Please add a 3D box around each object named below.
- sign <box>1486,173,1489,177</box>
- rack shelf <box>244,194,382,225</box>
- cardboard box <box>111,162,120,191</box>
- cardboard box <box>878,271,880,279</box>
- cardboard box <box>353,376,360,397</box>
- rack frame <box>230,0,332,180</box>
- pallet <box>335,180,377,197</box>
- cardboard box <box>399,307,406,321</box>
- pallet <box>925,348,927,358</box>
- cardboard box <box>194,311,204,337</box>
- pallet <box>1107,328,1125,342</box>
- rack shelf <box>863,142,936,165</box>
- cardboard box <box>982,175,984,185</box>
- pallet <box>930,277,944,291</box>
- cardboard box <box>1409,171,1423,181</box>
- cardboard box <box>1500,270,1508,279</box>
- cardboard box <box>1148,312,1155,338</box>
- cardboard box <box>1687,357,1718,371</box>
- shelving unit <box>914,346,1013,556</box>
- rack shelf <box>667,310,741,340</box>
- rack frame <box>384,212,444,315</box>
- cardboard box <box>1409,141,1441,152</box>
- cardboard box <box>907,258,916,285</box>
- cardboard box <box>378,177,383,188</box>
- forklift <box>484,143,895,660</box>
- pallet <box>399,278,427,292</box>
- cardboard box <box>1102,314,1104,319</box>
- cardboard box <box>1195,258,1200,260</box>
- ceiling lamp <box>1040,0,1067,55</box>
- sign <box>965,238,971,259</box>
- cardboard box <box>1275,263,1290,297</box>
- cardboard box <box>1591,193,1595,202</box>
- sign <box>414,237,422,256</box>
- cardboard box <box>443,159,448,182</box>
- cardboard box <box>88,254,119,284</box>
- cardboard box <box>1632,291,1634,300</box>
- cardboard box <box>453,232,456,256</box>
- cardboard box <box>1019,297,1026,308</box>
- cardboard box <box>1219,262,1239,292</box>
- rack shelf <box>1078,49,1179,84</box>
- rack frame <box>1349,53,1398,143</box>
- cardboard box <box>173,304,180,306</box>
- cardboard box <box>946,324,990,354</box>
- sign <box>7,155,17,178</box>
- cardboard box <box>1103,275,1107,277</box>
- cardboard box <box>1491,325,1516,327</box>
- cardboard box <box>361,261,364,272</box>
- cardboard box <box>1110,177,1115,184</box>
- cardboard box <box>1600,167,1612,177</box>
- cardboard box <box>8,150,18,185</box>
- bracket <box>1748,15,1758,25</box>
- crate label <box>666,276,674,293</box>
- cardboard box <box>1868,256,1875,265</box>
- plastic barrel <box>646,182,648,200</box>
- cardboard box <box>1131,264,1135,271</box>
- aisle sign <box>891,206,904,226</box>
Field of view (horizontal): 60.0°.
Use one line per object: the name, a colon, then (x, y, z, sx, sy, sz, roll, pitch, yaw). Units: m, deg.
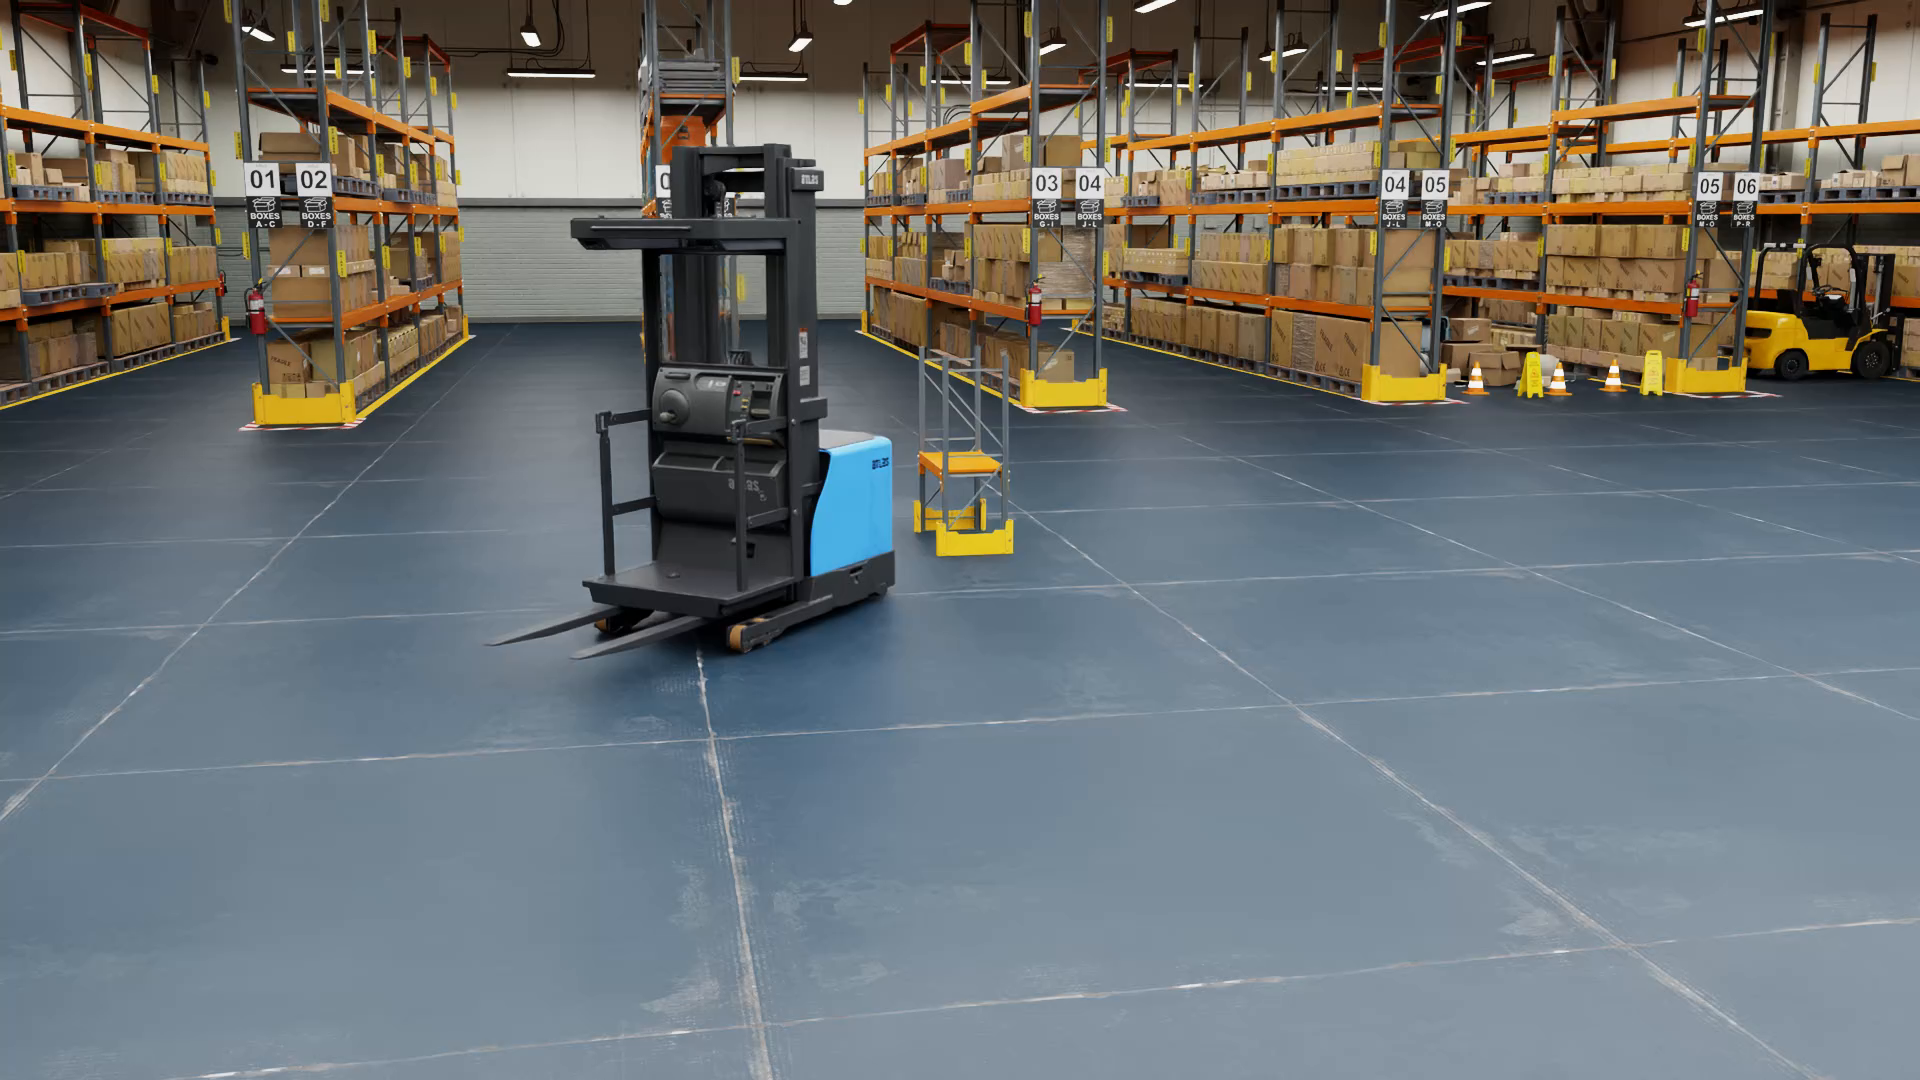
sign: (10.143, -6.903, 32.035, 0.100, 0.325, 0.005, -2, 11, -11)
rack shelf: (-8.662, -4.455, 22.484, 1.077, 0.370, 4.000, -2, 11, -11)
cardboard box: (-15.195, -6.368, 29.165, 0.700, 0.500, 0.500, -2, 11, -11)
cardboard box: (-1.568, -5.732, 35.961, 0.380, 0.149, 0.250, -2, 11, -10)
cardboard box: (-8.260, -2.022, 22.028, 0.500, 0.250, 0.500, -2, 11, -11)
rack frame: (-8.273, -5.916, 20.209, 1.000, 3.000, 0.127, -2, 11, -11)
pallet: (-8.859, -4.977, 23.536, 1.003, 0.211, 1.213, -2, 11, -11)
cardboard box: (-10.459, -4.153, 30.496, 0.500, 0.250, 0.500, -2, 11, -12)
pallet: (-0.190, -3.573, 31.403, 1.003, 0.211, 1.213, -2, 11, -11)
cardboard box: (-15.813, -4.392, 33.810, 0.700, 0.500, 0.500, -2, 11, -13)
pallet: (3.831, -4.443, 35.974, 1.003, 0.211, 1.213, -2, 11, -11)
rack shelf: (-1.278, -8.293, 35.694, 1.077, 0.370, 4.000, -2, 11, -11)
cardboard box: (0.547, -5.540, 25.594, 0.380, 0.149, 0.250, -3, 11, -14)
pallet: (0.132, -4.574, 29.720, 1.213, 0.211, 1.003, -2, 11, -11)
cardboard box: (6.578, -5.170, 23.596, 0.380, 0.149, 0.250, -2, 11, -11)
cardboard box: (9.845, -4.731, 29.578, 0.380, 0.149, 0.250, -2, 11, -11)
cardboard box: (4.099, -4.331, 33.493, 0.500, 0.500, 0.500, -2, 11, -10)
cardboard box: (11.280, -2.702, 25.601, 0.500, 0.250, 0.500, -2, 11, -11)
shelving unit: (0.015, -0.723, 12.983, 0.587, 1.500, 1.083, -2, 11, -11)
rack shelf: (-3.802, -3.161, 23.708, 1.077, 0.370, 4.000, -2, 11, -11)
rack frame: (-10.607, -5.169, 32.334, 1.000, 3.000, 0.127, -2, 11, -11)
cardboard box: (6.577, -5.560, 23.512, 0.380, 0.149, 0.250, -2, 11, -10)
cardboard box: (-0.743, -5.206, 32.259, 0.500, 0.500, 0.500, -2, 11, -10)
cardboard box: (-9.362, -5.661, 26.173, 0.500, 0.250, 0.500, -3, 11, -16)
forklift: (-1.581, -0.876, 9.959, 1.130, 2.935, 3.031, 6, 12, 28)
pallet: (-10.029, -4.463, 29.137, 1.213, 0.211, 1.003, -2, 11, -11)
cardboard box: (3.382, -5.032, 37.320, 0.380, 0.149, 0.250, -2, 11, -8)
cardboard box: (4.767, -5.381, 32.197, 0.380, 0.149, 0.250, -2, 11, -13)
ceiling lamp: (1.977, -11.291, 32.838, 0.800, 3.185, 2.000, -2, 11, -11)
sign: (0.123, -4.610, 26.296, 0.100, 0.325, 0.005, -2, 11, -11)
cardboard box: (5.636, -4.230, 26.997, 0.875, 0.550, 0.550, -2, 11, -11)
cardboard box: (10.411, -5.518, 26.814, 0.380, 0.149, 0.250, -2, 11, -13)
sign: (-9.285, -5.025, 28.480, 0.100, 0.325, 0.005, -2, 11, -11)
cardboard box: (-11.269, -7.823, 35.313, 0.700, 0.500, 0.500, -2, 11, -11)
cardboard box: (-14.530, -4.558, 28.007, 0.500, 0.500, 0.500, -2, 11, -9)
cardboard box: (10.705, -3.814, 25.886, 0.380, 0.149, 0.250, -2, 11, -10)
cardboard box: (-10.824, -6.184, 34.723, 0.500, 0.500, 0.500, -2, 11, -9)
cardboard box: (1.040, -3.339, 23.390, 0.380, 0.149, 0.250, -2, 11, -11)
cardboard box: (4.891, -4.637, 29.269, 0.500, 0.500, 0.500, -2, 11, -12)
rack shelf: (3.607, -10.284, 36.196, 1.077, 0.370, 4.000, -2, 11, -11)
rack frame: (8.832, -8.836, 35.555, 1.000, 3.000, 0.127, -2, 11, -11)
cardboard box: (-15.981, -4.678, 33.577, 0.380, 0.149, 0.250, -2, 11, -10)
cardboard box: (0.160, -3.560, 29.387, 0.700, 0.500, 0.500, -3, 11, -16)
sign: (-13.378, -5.270, 23.457, 0.100, 0.325, 0.005, -2, 11, -11)
cardboard box: (3.336, -5.895, 36.820, 0.380, 0.149, 0.250, -2, 11, -10)
cardboard box: (9.861, -3.832, 31.212, 0.950, 0.372, 0.625, -2, 11, -12)
cardboard box: (-8.592, -3.841, 23.353, 0.380, 0.149, 0.250, -2, 11, -11)
cardboard box: (3.456, -7.770, 35.975, 0.380, 0.149, 0.250, -3, 11, -13)
cardboard box: (10.436, -5.857, 26.465, 0.380, 0.149, 0.250, -2, 11, -12)
cardboard box: (-13.937, -5.353, 23.888, 0.500, 0.500, 0.500, -1, 11, -3)
bracket: (15.187, -9.909, 31.564, 0.235, 0.232, 0.430, -2, 11, -11)
crate label: (-4.036, -3.493, 23.432, 0.502, 0.435, 0.616, -2, 11, -11)
cardboard box: (15.281, -4.667, 27.693, 0.380, 0.149, 0.250, -2, 11, -13)
plastic barrel: (-5.209, -6.076, 28.773, 0.421, 0.512, 0.421, 0, 11, 0)
cardboard box: (3.726, -5.588, 34.082, 0.380, 0.149, 0.250, -2, 11, -11)
aisle sign: (-1.386, -7.564, 37.961, 0.394, 0.787, 0.004, -2, 11, -11)
